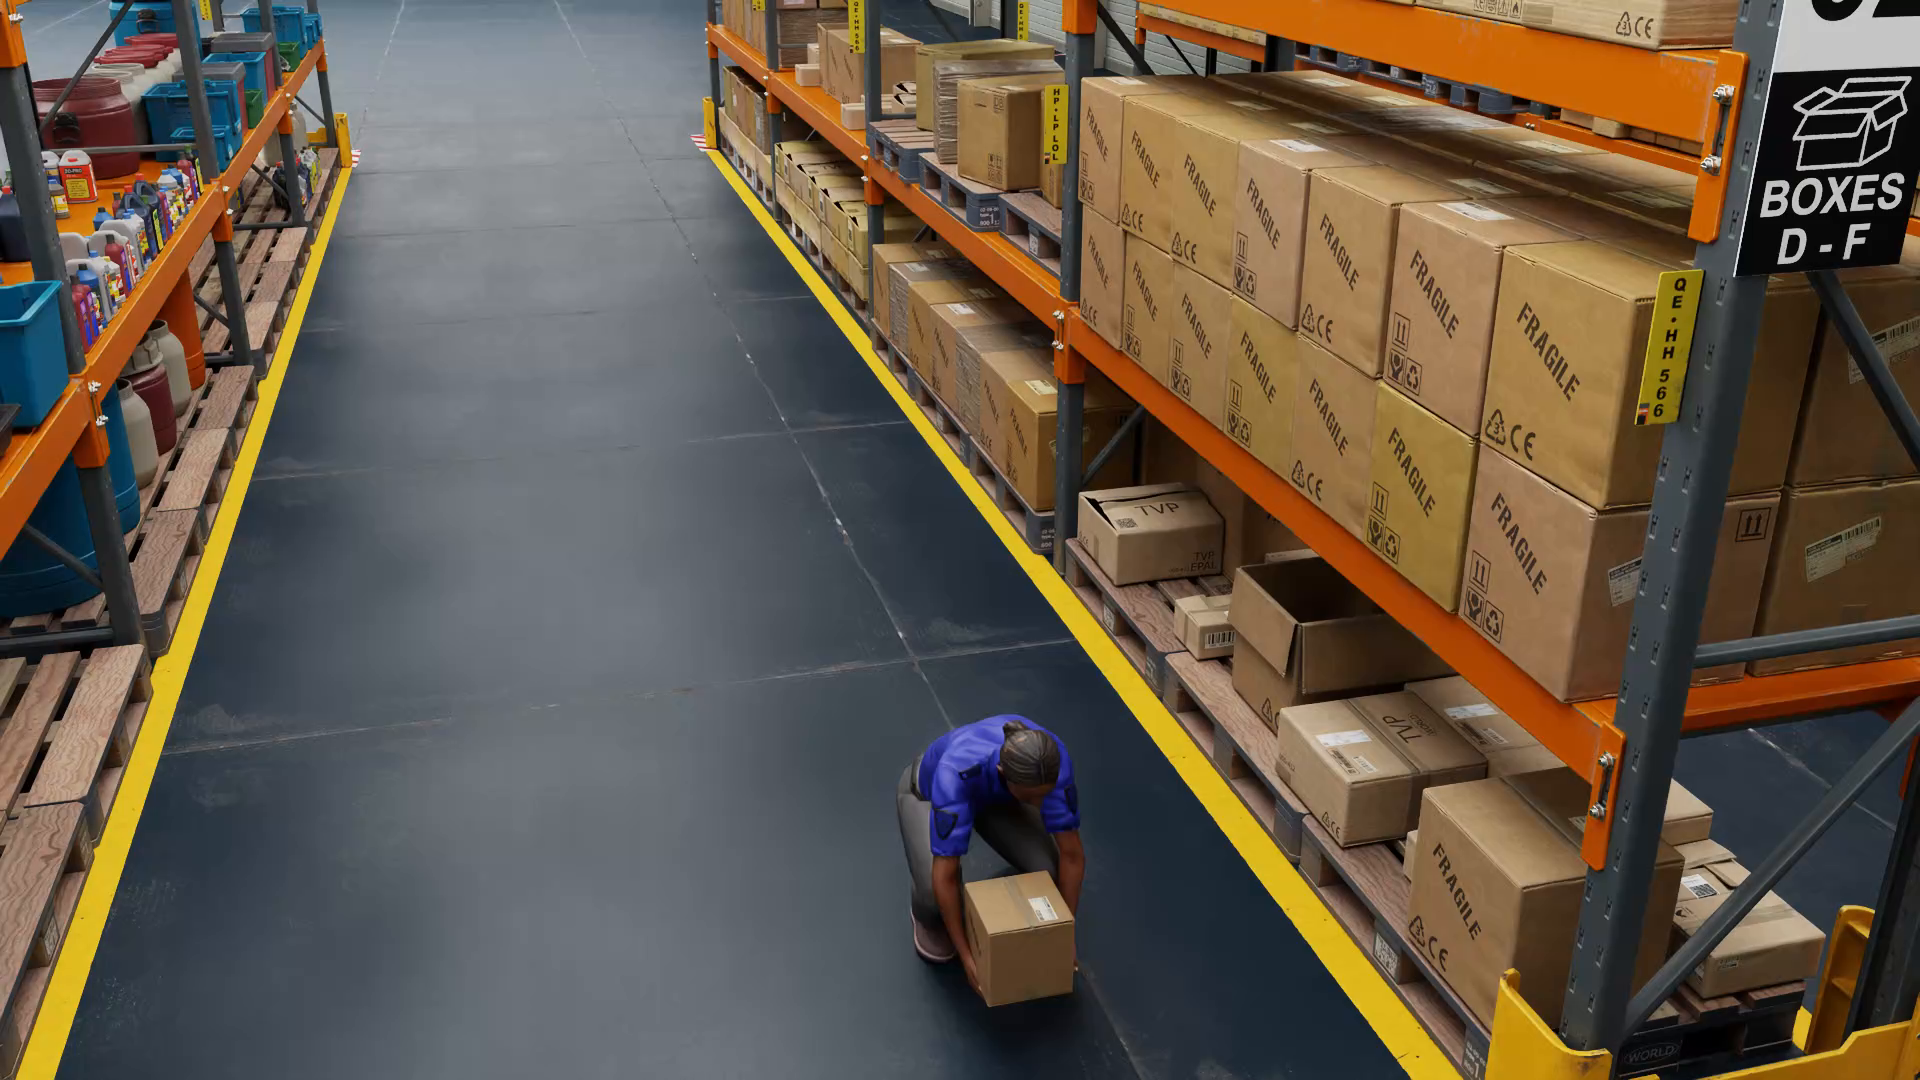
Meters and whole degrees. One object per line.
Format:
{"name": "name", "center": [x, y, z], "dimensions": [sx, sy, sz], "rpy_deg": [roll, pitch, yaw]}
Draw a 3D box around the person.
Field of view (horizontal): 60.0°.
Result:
{"name": "person", "center": [0.086, 0.874, 4.994], "dimensions": [0.483, 0.929, 0.824], "rpy_deg": [-6, 24, -14]}
